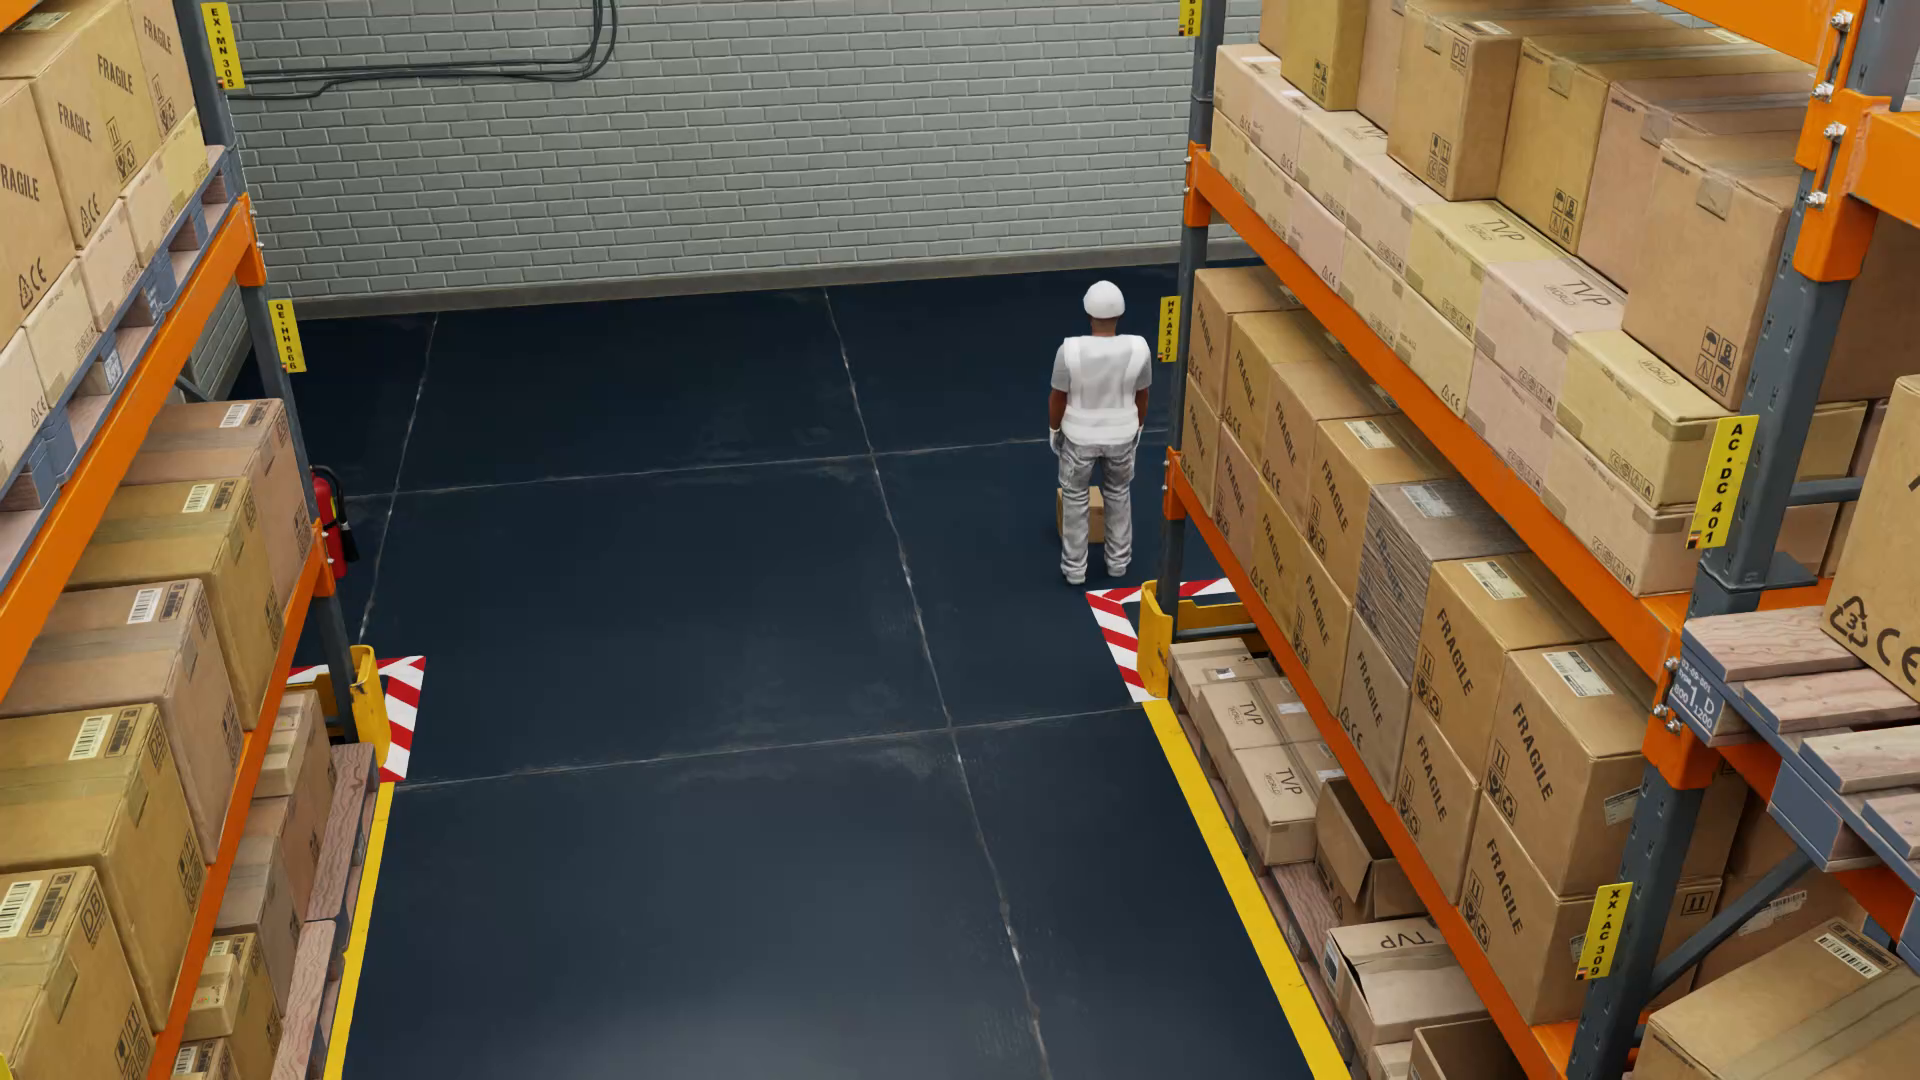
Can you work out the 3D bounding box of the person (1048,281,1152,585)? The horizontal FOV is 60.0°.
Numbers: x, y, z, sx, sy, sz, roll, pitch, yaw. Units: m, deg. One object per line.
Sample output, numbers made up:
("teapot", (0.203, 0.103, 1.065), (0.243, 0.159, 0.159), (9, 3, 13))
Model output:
("person", (0.751, -0.588, 9.145), (0.549, 1.795, 0.393), (-2, 31, -4))
